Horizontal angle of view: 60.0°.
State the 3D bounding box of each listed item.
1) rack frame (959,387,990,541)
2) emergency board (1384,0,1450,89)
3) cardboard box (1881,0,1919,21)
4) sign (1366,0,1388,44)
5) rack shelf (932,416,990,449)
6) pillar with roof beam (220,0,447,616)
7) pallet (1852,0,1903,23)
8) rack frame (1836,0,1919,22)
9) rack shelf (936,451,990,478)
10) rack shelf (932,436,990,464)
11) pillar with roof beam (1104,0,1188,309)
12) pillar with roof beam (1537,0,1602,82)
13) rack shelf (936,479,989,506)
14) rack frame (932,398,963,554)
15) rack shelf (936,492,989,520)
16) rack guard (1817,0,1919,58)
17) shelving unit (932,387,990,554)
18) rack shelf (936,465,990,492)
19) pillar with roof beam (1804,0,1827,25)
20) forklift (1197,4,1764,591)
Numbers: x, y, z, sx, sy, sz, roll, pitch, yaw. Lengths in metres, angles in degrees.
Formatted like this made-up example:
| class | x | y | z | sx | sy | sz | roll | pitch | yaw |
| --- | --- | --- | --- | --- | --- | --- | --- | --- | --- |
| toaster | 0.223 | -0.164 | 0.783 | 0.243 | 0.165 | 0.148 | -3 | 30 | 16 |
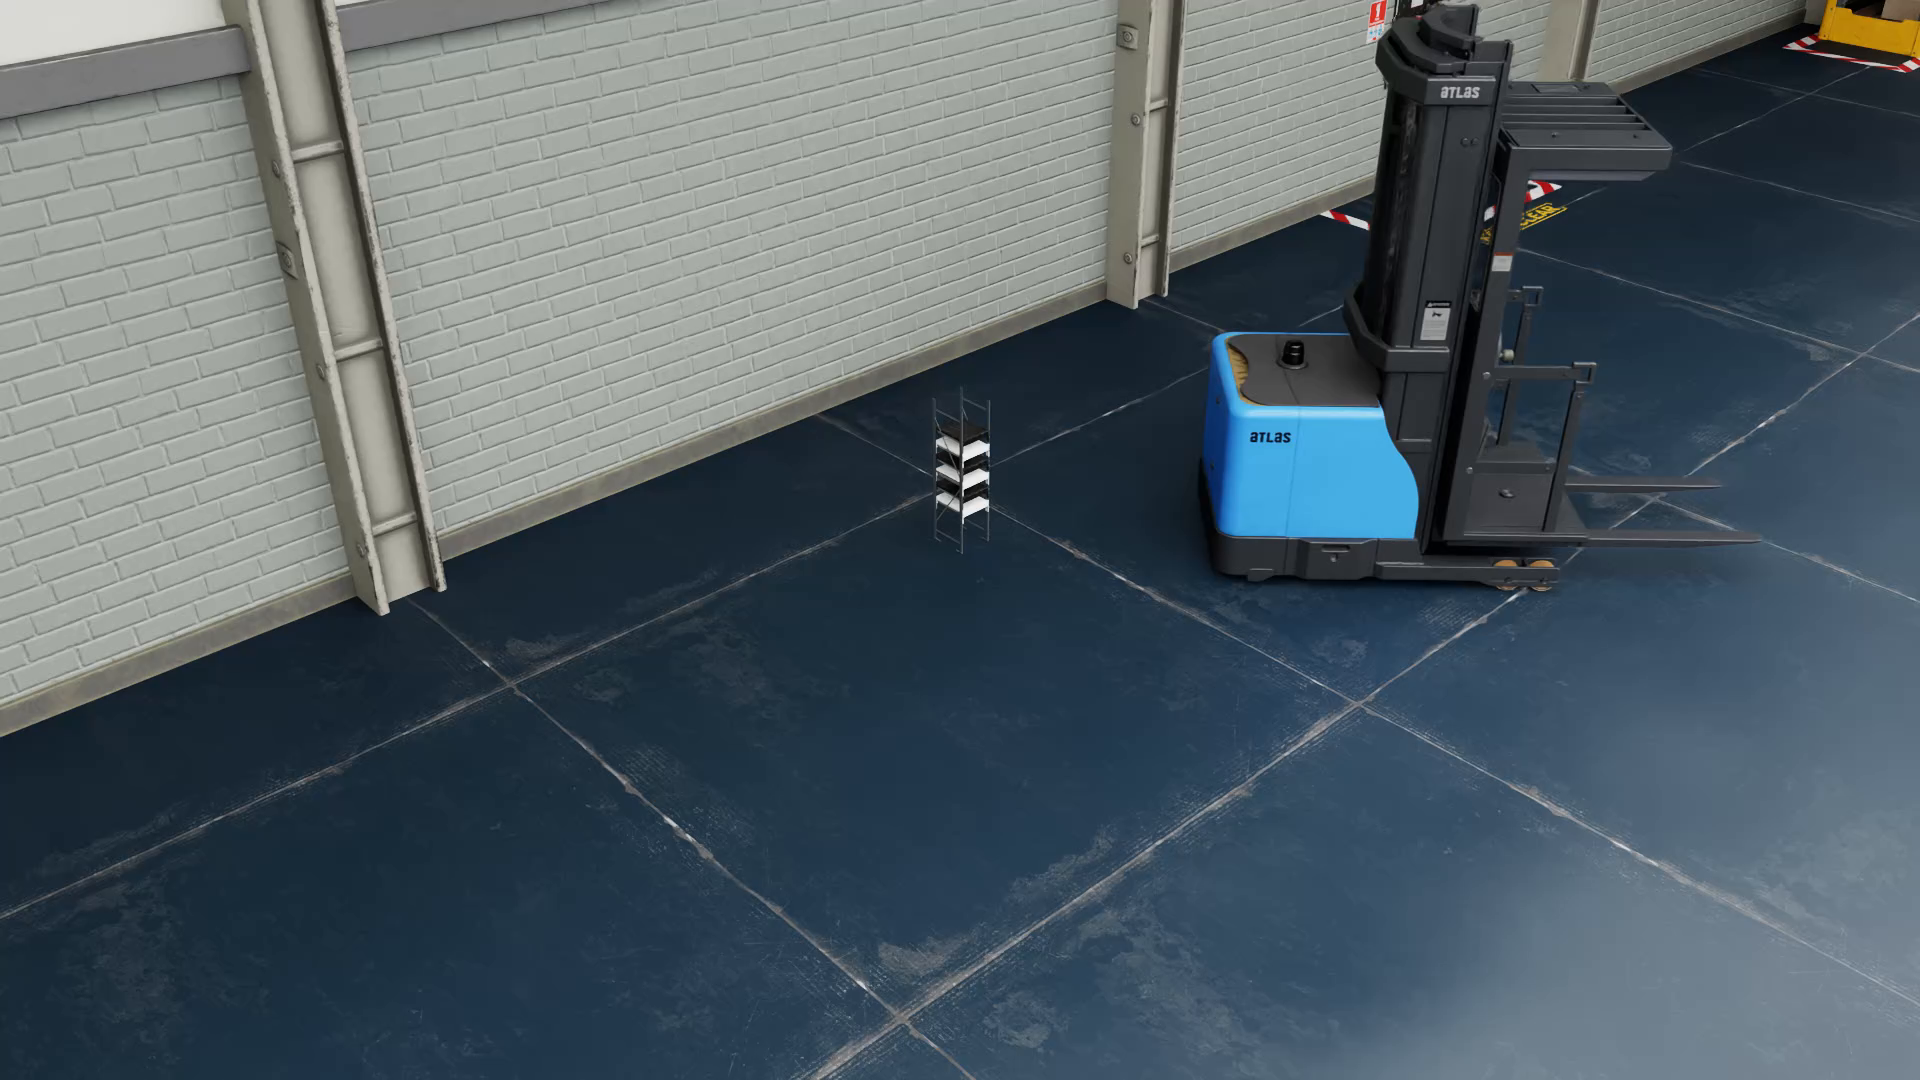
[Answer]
| class | x | y | z | sx | sy | sz | roll | pitch | yaw |
| --- | --- | --- | --- | --- | --- | --- | --- | --- | --- |
| rack frame | 0.081 | -0.423 | 9.413 | 0.006 | 0.900 | 0.240 | -26 | 40 | -35 |
| emergency board | 3.893 | -4.395 | 13.897 | 0.643 | 1.169 | 0.194 | -26 | 40 | -35 |
| cardboard box | 10.774 | -6.058 | 18.772 | 0.500 | 0.311 | 0.500 | 24 | 39 | 34 |
| sign | 3.418 | -4.254 | 13.632 | 0.234 | 0.329 | 0.001 | -26 | 40 | -35 |
| rack shelf | 0.006 | -0.589 | 9.231 | 0.200 | 0.077 | 0.258 | -26 | 40 | -35 |
| pillar with roof beam | -0.141 | -1.914 | 4.088 | 0.400 | 9.000 | 9.100 | -26 | 40 | -35 |
| pallet | 10.881 | -5.918 | 19.061 | 1.213 | 0.211 | 1.003 | -26 | 40 | -35 |
| rack frame | 10.206 | -6.806 | 17.840 | 0.127 | 3.000 | 1.000 | -26 | 40 | -35 |
| rack shelf | 0.006 | -0.435 | 9.325 | 0.200 | 0.077 | 0.258 | -26 | 40 | -35 |
| rack shelf | 0.006 | -0.512 | 9.278 | 0.200 | 0.077 | 0.258 | -26 | 40 | -35 |
| pillar with roof beam | 4.259 | -4.042 | 7.568 | 0.400 | 9.000 | 9.100 | -26 | 40 | -35 |
| pillar with roof beam | 8.658 | -6.170 | 11.049 | 0.400 | 9.000 | 9.100 | -26 | 40 | -35 |
| rack shelf | 0.006 | -0.282 | 9.419 | 0.200 | 0.077 | 0.258 | -26 | 40 | -35 |
| rack frame | -0.069 | -0.351 | 9.295 | 0.006 | 0.900 | 0.240 | -26 | 40 | -35 |
| rack shelf | 0.006 | -0.205 | 9.466 | 0.200 | 0.077 | 0.258 | -26 | 40 | -35 |
| rack guard | 10.262 | -5.767 | 18.536 | 0.348 | 0.500 | 1.175 | -26 | 40 | -35 |
| shelving unit | 0.006 | -0.387 | 9.354 | 0.210 | 0.900 | 0.258 | -26 | 40 | -35 |
| rack shelf | 0.006 | -0.358 | 9.372 | 0.200 | 0.077 | 0.258 | -26 | 40 | -35 |
| pillar with roof beam | 13.058 | -8.298 | 14.529 | 0.400 | 9.000 | 9.100 | -26 | 40 | -35 |
| forklift | 2.922 | -1.253 | 8.824 | 3.031 | 2.935 | 1.130 | 1 | 31 | 1 |
